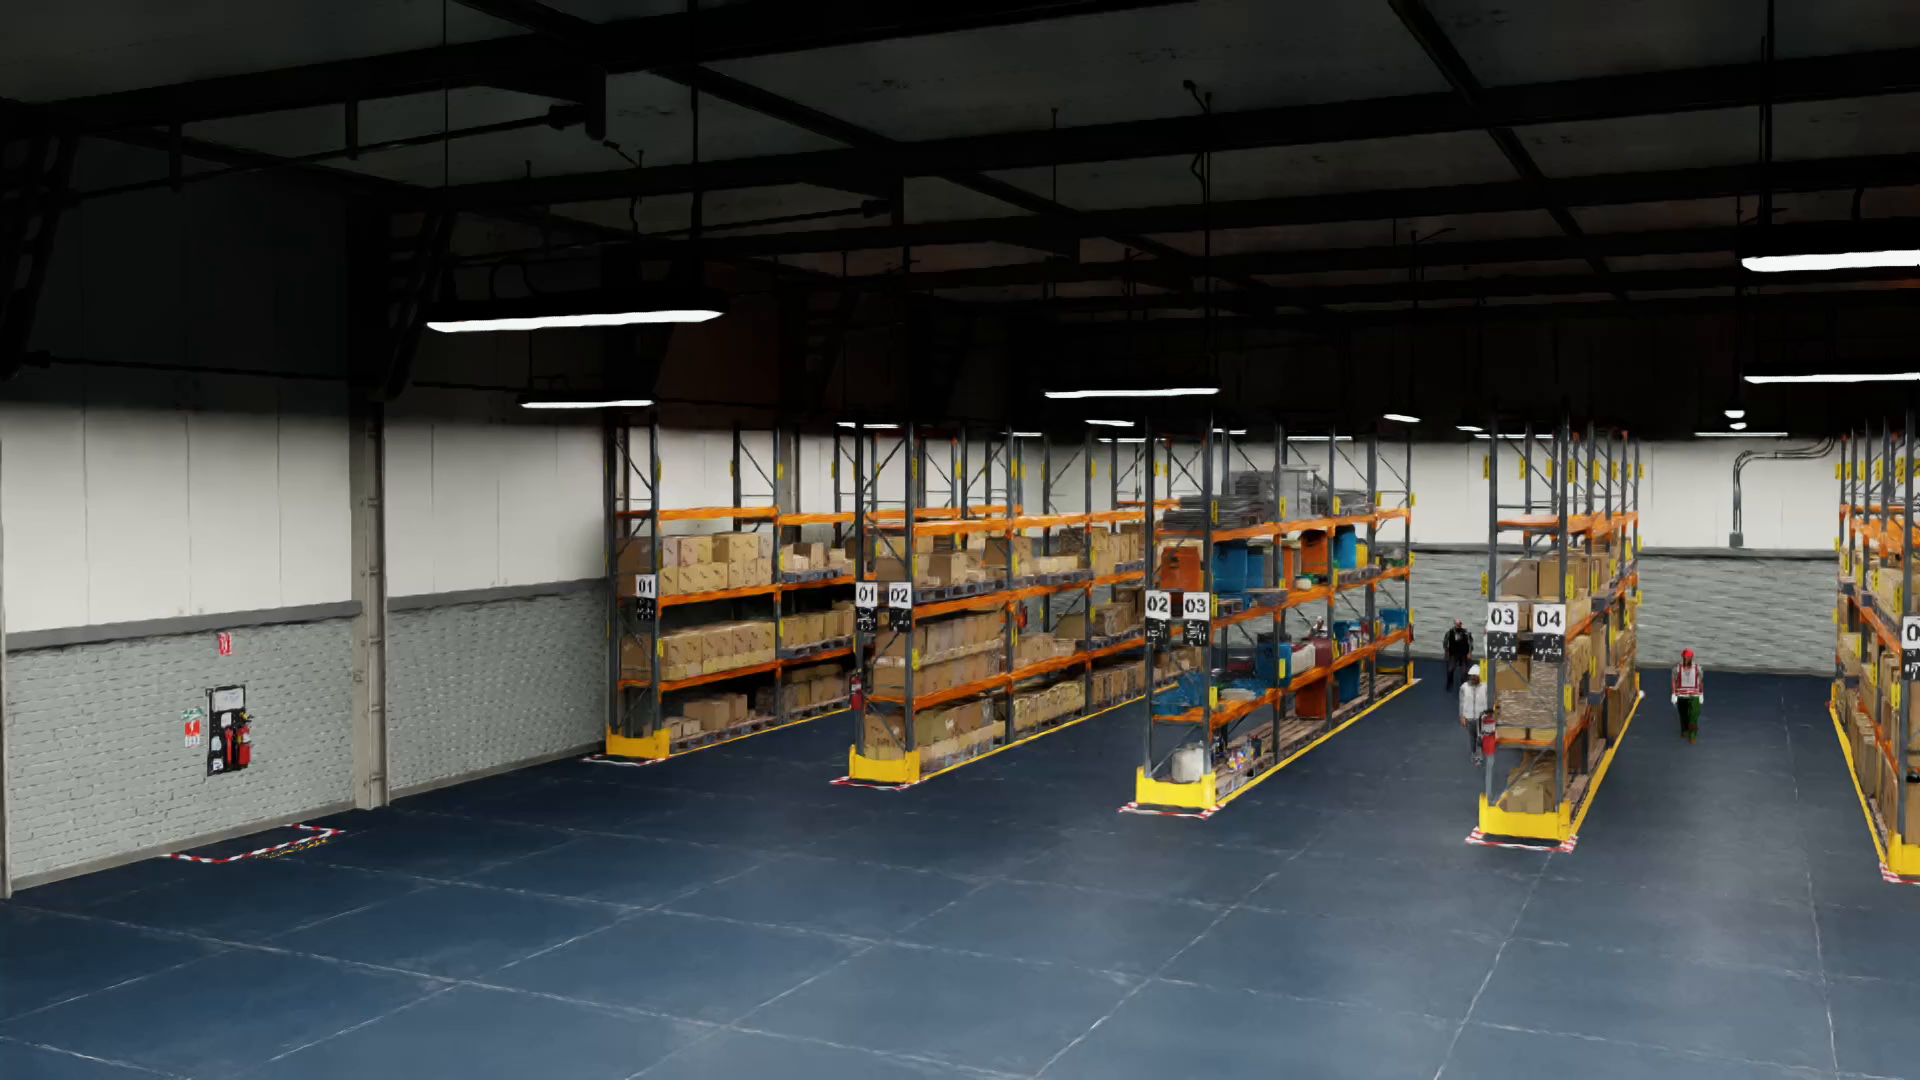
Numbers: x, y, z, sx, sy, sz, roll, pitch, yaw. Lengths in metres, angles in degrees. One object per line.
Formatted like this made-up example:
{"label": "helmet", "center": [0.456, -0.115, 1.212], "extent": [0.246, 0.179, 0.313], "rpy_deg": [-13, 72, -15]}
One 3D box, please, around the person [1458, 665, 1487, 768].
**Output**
{"label": "person", "center": [8.709, 2.959, 28.138], "extent": [0.543, 1.698, 1.111], "rpy_deg": [1, 3, 28]}

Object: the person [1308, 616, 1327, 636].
{"label": "person", "center": [8.401, 2.574, 38.850], "extent": [0.608, 1.607, 0.582], "rpy_deg": [1, 3, 24]}

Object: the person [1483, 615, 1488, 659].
{"label": "person", "center": [13.083, 2.422, 40.719], "extent": [0.564, 1.736, 1.042], "rpy_deg": [1, 3, 25]}

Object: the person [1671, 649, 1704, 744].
{"label": "person", "center": [13.360, 2.842, 30.556], "extent": [0.553, 1.707, 1.105], "rpy_deg": [1, 3, 28]}

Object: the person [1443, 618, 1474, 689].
{"label": "person", "center": [11.285, 2.591, 37.668], "extent": [0.677, 1.671, 0.534], "rpy_deg": [1, 3, 23]}
